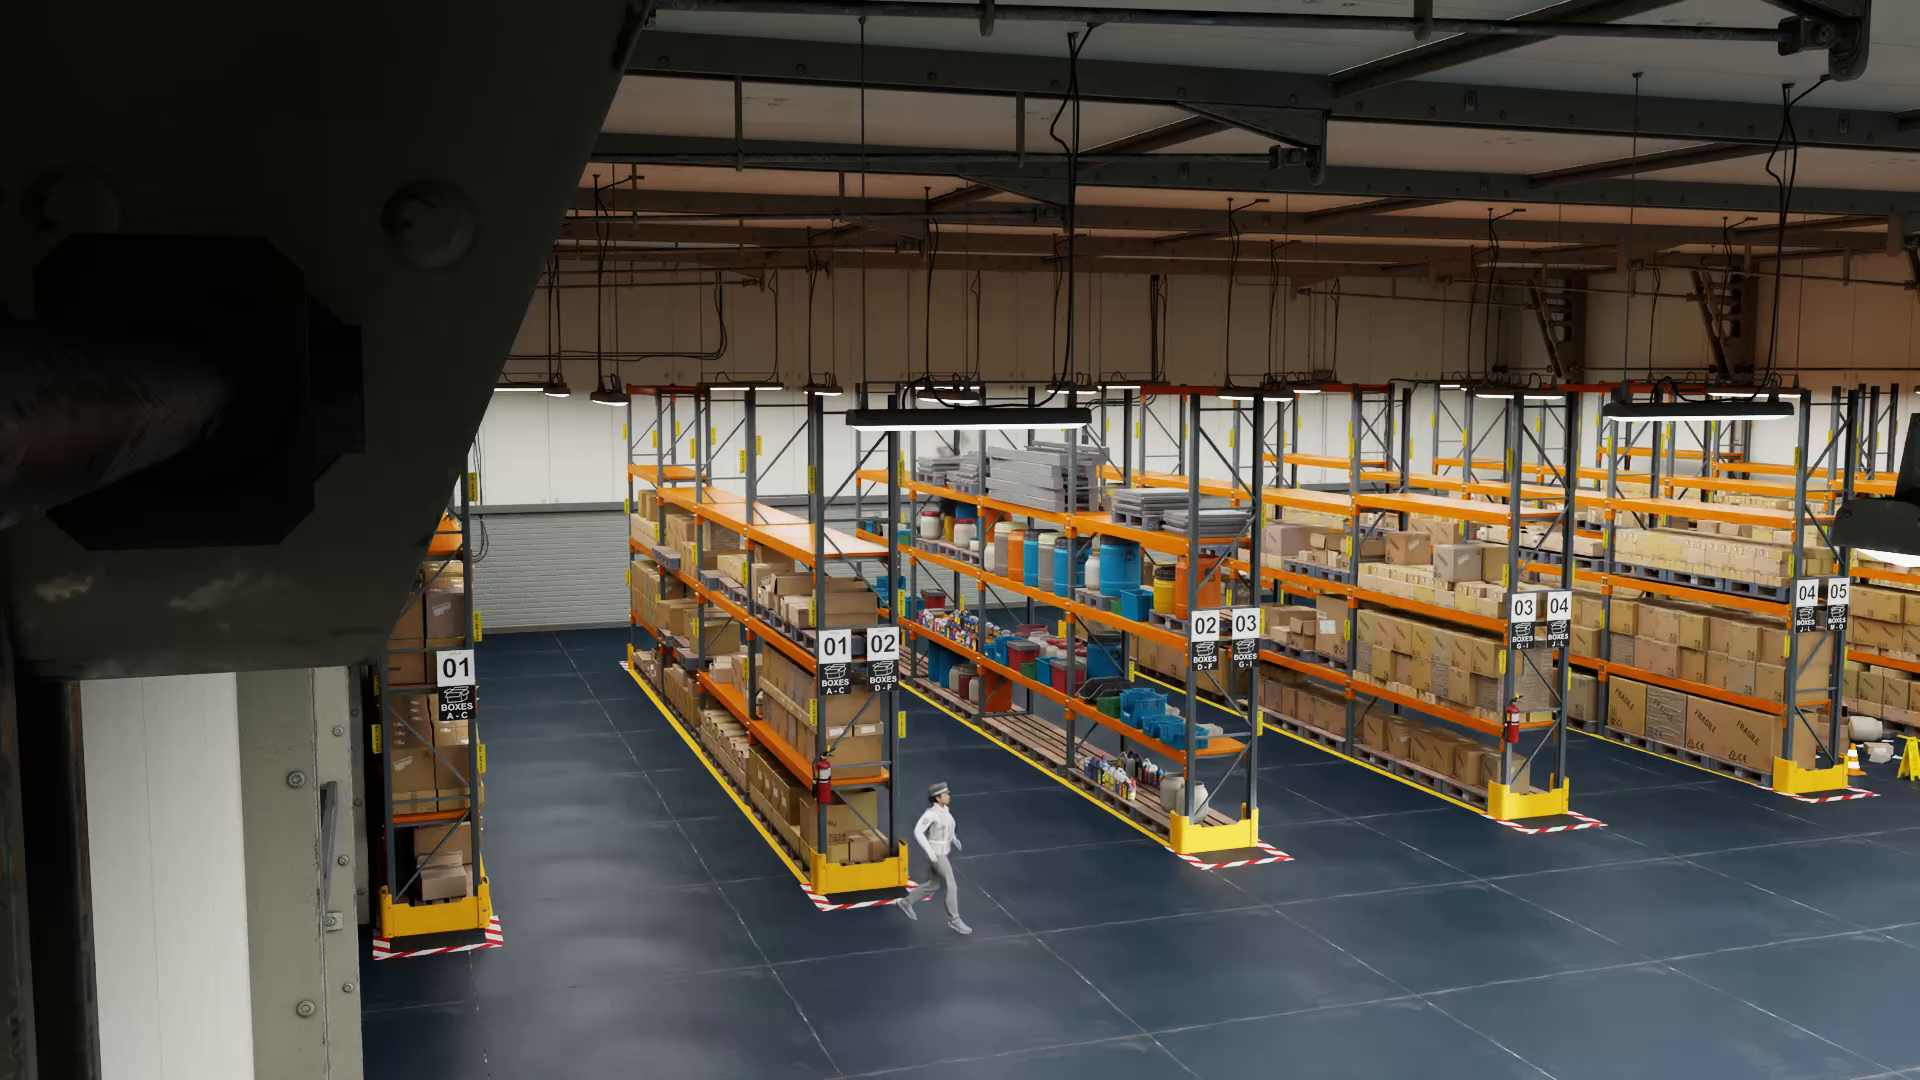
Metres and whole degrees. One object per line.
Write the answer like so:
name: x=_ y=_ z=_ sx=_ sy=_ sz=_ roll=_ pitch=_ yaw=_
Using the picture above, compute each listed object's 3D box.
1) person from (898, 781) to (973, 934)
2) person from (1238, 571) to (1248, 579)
person: x=-0.268 y=3.562 z=18.792 sx=0.869 sy=1.706 sz=0.635 roll=1 pitch=6 yaw=12
person: x=6.395 y=1.555 z=38.047 sx=0.711 sy=1.733 sz=0.562 roll=-2 pitch=6 yaw=-16
